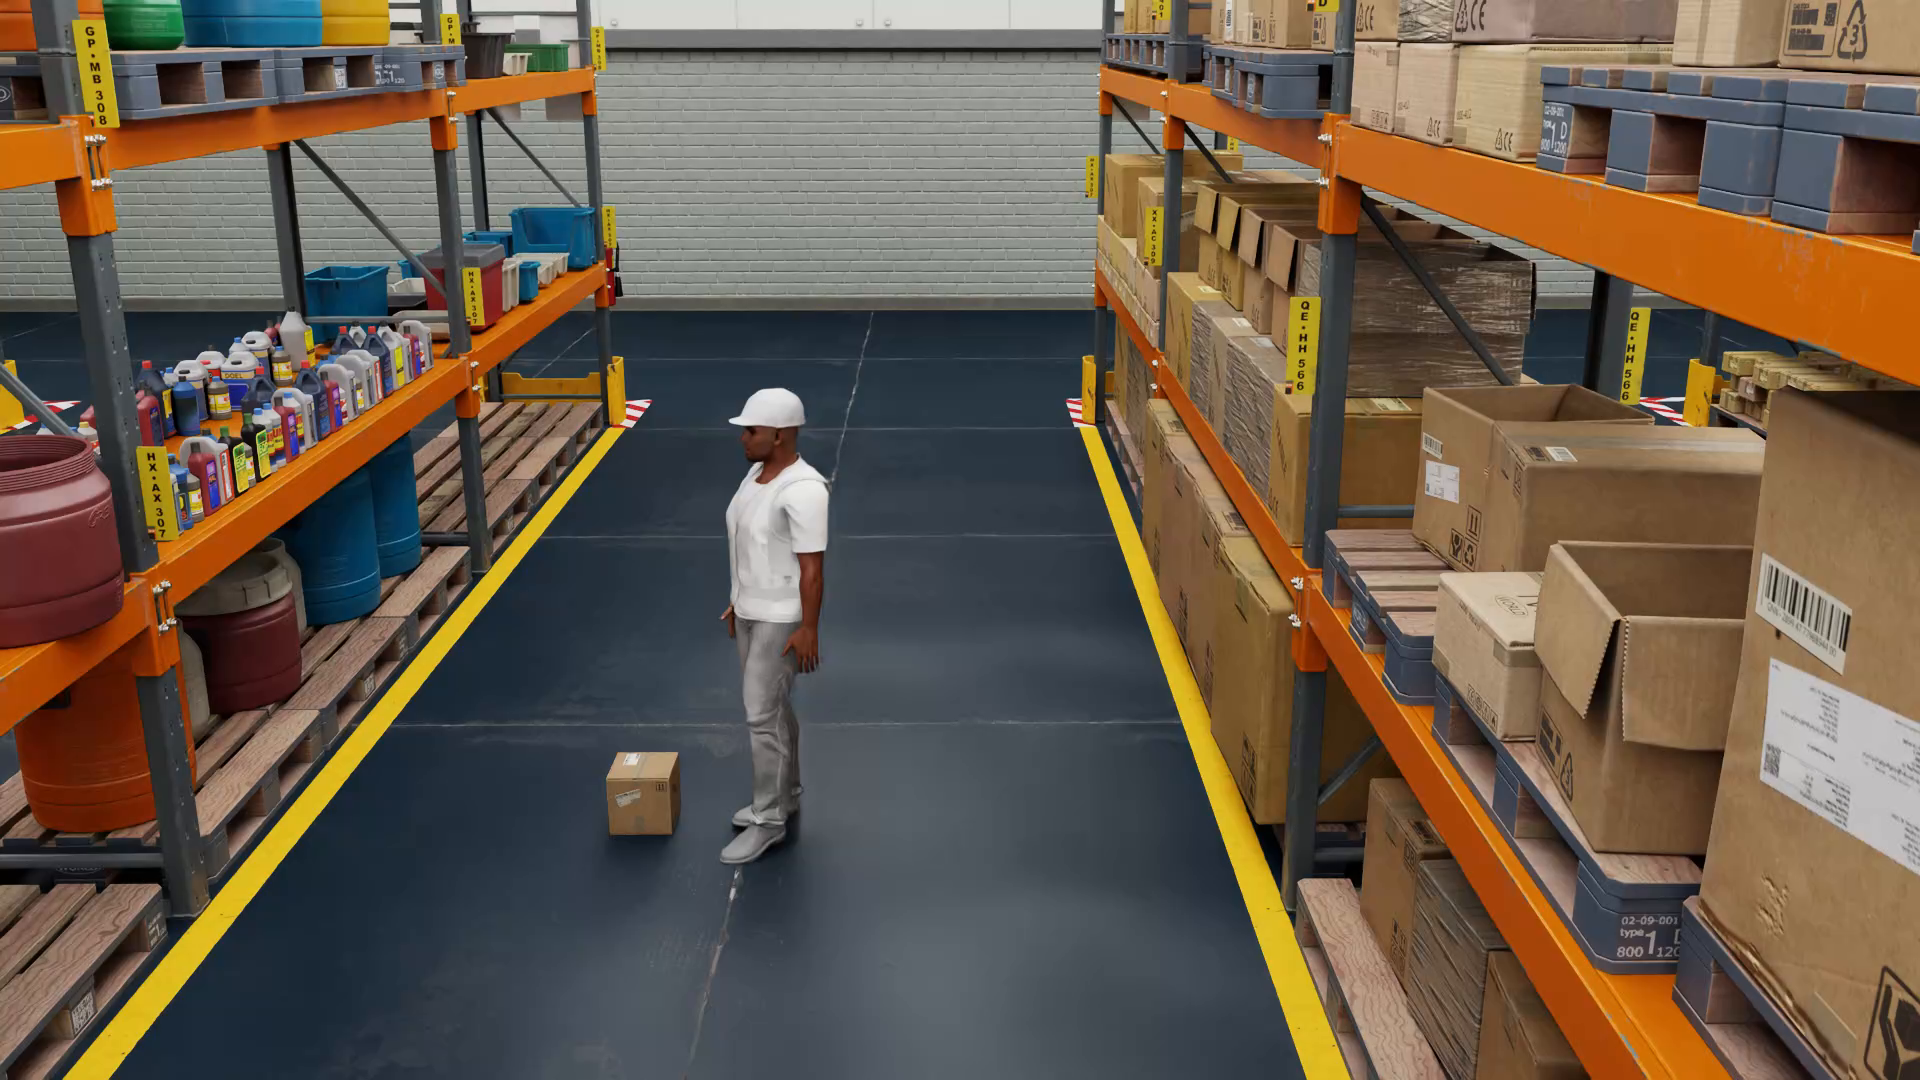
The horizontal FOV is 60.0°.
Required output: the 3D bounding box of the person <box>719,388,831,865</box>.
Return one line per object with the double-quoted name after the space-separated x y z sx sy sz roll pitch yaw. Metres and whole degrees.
-0.801 0.299 6.497 0.542 1.778 0.599 -9 19 -26 "person"
